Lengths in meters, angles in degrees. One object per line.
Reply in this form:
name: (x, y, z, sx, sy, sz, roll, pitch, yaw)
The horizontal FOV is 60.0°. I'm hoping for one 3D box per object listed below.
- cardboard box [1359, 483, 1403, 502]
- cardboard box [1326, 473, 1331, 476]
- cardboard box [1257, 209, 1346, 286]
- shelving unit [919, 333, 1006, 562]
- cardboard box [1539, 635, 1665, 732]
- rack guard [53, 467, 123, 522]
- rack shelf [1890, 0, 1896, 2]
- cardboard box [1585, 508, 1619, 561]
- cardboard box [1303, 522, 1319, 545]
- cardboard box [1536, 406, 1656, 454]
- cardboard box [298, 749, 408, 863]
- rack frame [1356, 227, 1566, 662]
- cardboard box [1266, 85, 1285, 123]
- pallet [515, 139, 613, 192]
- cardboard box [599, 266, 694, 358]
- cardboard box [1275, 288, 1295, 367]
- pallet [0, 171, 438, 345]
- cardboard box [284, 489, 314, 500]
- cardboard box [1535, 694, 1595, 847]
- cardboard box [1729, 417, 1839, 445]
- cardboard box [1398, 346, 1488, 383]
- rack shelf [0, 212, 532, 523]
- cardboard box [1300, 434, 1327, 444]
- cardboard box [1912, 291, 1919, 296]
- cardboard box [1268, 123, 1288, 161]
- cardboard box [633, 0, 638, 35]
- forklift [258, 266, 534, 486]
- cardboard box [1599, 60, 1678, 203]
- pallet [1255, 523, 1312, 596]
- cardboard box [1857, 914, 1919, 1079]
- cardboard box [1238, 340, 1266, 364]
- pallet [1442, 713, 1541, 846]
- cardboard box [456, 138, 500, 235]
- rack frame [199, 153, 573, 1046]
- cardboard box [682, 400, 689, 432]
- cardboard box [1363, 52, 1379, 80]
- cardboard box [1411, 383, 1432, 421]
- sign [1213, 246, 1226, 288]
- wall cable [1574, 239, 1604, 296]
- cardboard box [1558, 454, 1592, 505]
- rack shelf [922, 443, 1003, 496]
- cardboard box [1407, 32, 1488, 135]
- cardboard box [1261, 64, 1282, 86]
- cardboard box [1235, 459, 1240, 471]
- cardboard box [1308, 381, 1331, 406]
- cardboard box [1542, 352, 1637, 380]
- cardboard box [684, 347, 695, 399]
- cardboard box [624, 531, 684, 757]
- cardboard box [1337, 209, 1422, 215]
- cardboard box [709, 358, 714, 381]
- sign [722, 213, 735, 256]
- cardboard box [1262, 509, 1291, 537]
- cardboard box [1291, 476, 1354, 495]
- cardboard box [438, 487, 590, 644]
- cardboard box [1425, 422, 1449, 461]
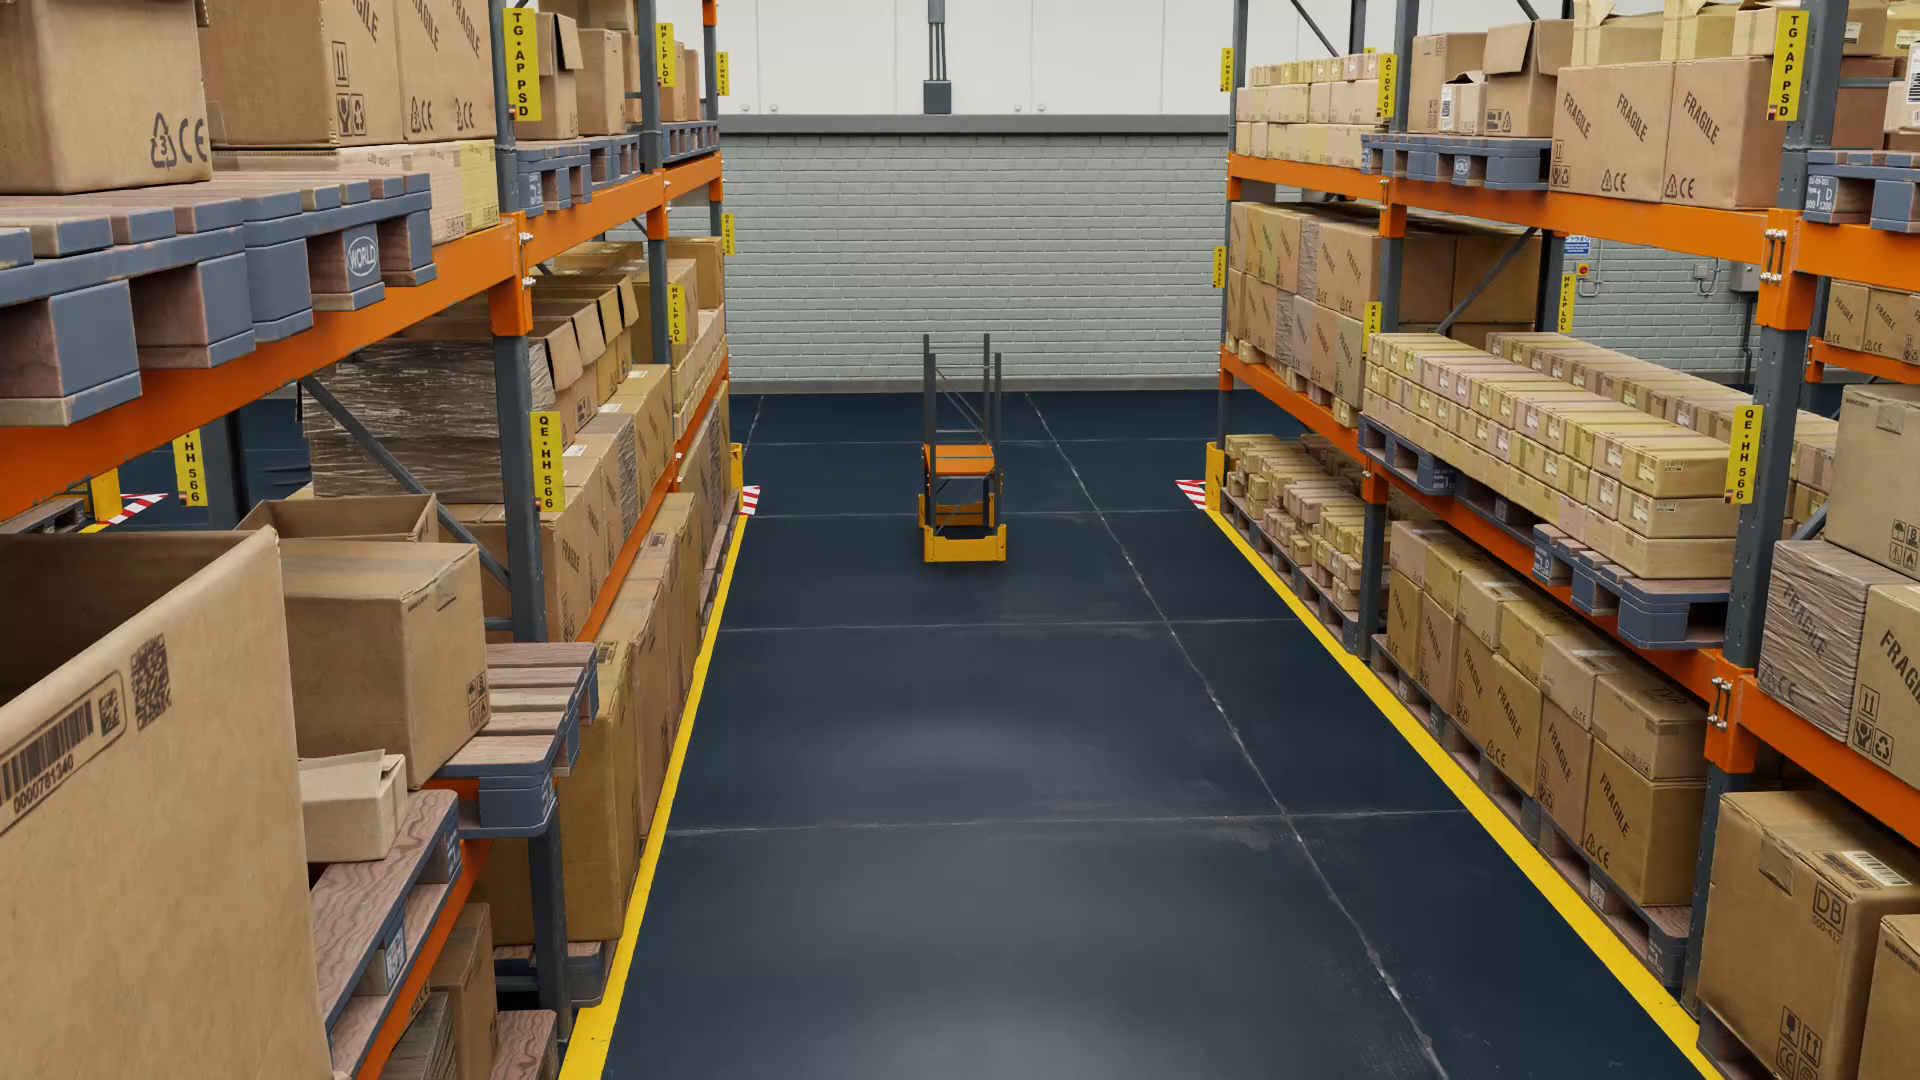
cardboard box: (2.940, -0.287, 11.308, 0.380, 0.149, 0.250, -1, 15, -6)
cardboard box: (2.868, -0.398, 12.334, 0.380, 0.149, 0.250, -1, 14, -4)
cardboard box: (2.413, -2.061, 11.714, 0.500, 0.500, 0.500, -1, 14, -5)
shelving unit: (0.005, -0.707, 12.266, 0.587, 1.500, 1.083, -1, 14, -3)
cardboard box: (2.752, 0.587, 6.895, 0.500, 0.250, 0.500, -1, 14, -3)
rack guard: (-7.312, -0.423, 13.166, 1.175, 0.500, 0.348, -1, 14, -3)
rack shelf: (7.660, -3.723, 11.182, 1.077, 0.370, 4.000, -1, 14, -3)
cardboard box: (2.595, -0.025, 6.265, 0.380, 0.149, 0.250, -1, 14, -4)
cardboard box: (2.497, -0.061, 11.026, 0.380, 0.149, 0.250, -1, 14, -2)
cardboard box: (2.560, -0.444, 6.701, 0.380, 0.149, 0.250, 0, 14, -2)
cardboard box: (-1.486, 0.558, 3.765, 0.396, 0.266, 0.258, -1, 14, -5)
rack frame: (2.850, -0.761, 9.463, 1.000, 3.000, 0.127, -1, 14, -3)
cardboard box: (2.423, -3.009, 11.478, 0.500, 0.250, 0.500, -1, 14, -3)
pallet: (-2.024, -1.513, 6.746, 1.003, 0.211, 1.213, 0, 14, -1)
cardboard box: (-1.904, -1.389, 10.106, 0.500, 0.500, 0.500, -1, 14, -3)
cardboard box: (2.468, -1.451, 11.347, 0.500, 0.500, 0.500, -1, 14, -5)
pallet: (-1.610, -0.494, 2.785, 1.213, 0.211, 1.003, -1, 14, -3)
cardboard box: (-2.137, 0.118, 5.846, 0.500, 0.500, 0.500, 0, 14, -2)
cardboard box: (2.768, 0.953, 6.978, 0.500, 0.500, 0.500, 0, 14, -1)
cardboard box: (3.233, -0.381, 6.456, 0.380, 0.149, 0.250, -1, 14, -4)
cardboard box: (2.452, -0.892, 8.442, 0.380, 0.149, 0.250, -1, 14, -3)
rack shelf: (-1.735, -0.321, 3.179, 1.077, 0.370, 4.000, -1, 14, -3)
cardboard box: (2.888, -0.738, 13.061, 0.380, 0.149, 0.250, -1, 14, -3)
cardboard box: (7.361, -2.010, 12.110, 0.500, 0.500, 0.500, -1, 14, -4)
cardboard box: (2.448, -2.761, 11.518, 0.500, 0.250, 0.500, -1, 14, -5)
cardboard box: (-2.239, -3.317, 10.632, 0.500, 0.250, 0.500, -1, 14, -5)
forklift: (-4.382, -1.899, 14.025, 3.031, 2.935, 1.130, -8, 16, -28)
cardboard box: (2.765, -1.529, 6.229, 0.500, 0.500, 0.500, -1, 14, -3)
pallet: (2.695, 0.119, 11.639, 1.003, 0.211, 1.213, -1, 14, -3)
cardboard box: (3.103, 1.491, 4.385, 1.050, 0.750, 0.750, -1, 14, -3)
cardboard box: (2.316, -1.418, 12.521, 0.380, 0.149, 0.250, -1, 14, -5)
pallet: (2.978, 1.088, 7.876, 1.003, 0.211, 1.213, -1, 14, -3)
cardboard box: (-1.584, -0.980, 4.596, 0.500, 0.250, 0.500, -1, 14, -3)
rack frame: (-1.859, 0.286, 5.396, 1.000, 3.000, 0.127, -1, 14, -3)
cardboard box: (-1.809, -0.731, 9.854, 0.380, 0.149, 0.250, -1, 14, -5)
cardboard box: (2.531, -2.715, 9.537, 0.380, 0.149, 0.250, -1, 14, -2)
cardboard box: (2.467, -0.688, 8.245, 0.380, 0.149, 0.250, -2, 15, -6)
sign: (2.061, -2.166, 13.188, 0.100, 0.325, 0.005, -1, 14, -3)
wall cable: (7.164, -3.766, 19.042, 0.585, 1.953, 0.123, -1, 14, -3)
cardboard box: (2.576, -0.239, 6.500, 0.380, 0.149, 0.250, -1, 14, -2)
rack shelf: (0.005, -0.531, 12.302, 0.538, 0.185, 1.000, -1, 14, -3)
cardboard box: (2.764, -2.369, 8.651, 0.700, 0.500, 0.500, -1, 14, -3)
cardboard box: (2.351, -3.294, 11.786, 0.380, 0.149, 0.250, -1, 14, -3)
cardboard box: (2.379, -0.588, 13.073, 0.380, 0.149, 0.250, 0, 14, -1)
cardboard box: (2.479, -0.968, 10.772, 0.380, 0.149, 0.250, -2, 15, -6)
cardboard box: (3.118, -0.837, 8.228, 0.380, 0.149, 0.250, -1, 14, -4)
cardboard box: (-1.900, -1.025, 10.195, 0.500, 0.250, 0.500, -1, 14, -4)
cardboard box: (-1.991, 0.498, 7.994, 1.225, 0.875, 0.875, -1, 14, -5)
cardboard box: (2.952, -2.067, 11.736, 0.500, 0.500, 0.500, 0, 14, -1)
cardboard box: (-1.922, -1.180, 11.598, 0.380, 0.149, 0.250, -1, 14, -3)
sign: (-1.812, -2.384, 12.974, 0.100, 0.325, 0.005, -1, 14, -3)
cardboard box: (2.381, -0.127, 11.878, 0.380, 0.149, 0.250, -2, 15, -6)
cardboard box: (2.508, -0.343, 11.523, 0.380, 0.149, 0.250, -1, 14, -3)
cardboard box: (-1.617, 0.112, 5.870, 0.500, 0.500, 0.500, 0, 14, -2)
cardboard box: (2.481, -0.480, 8.035, 0.380, 0.149, 0.250, -2, 15, -6)
